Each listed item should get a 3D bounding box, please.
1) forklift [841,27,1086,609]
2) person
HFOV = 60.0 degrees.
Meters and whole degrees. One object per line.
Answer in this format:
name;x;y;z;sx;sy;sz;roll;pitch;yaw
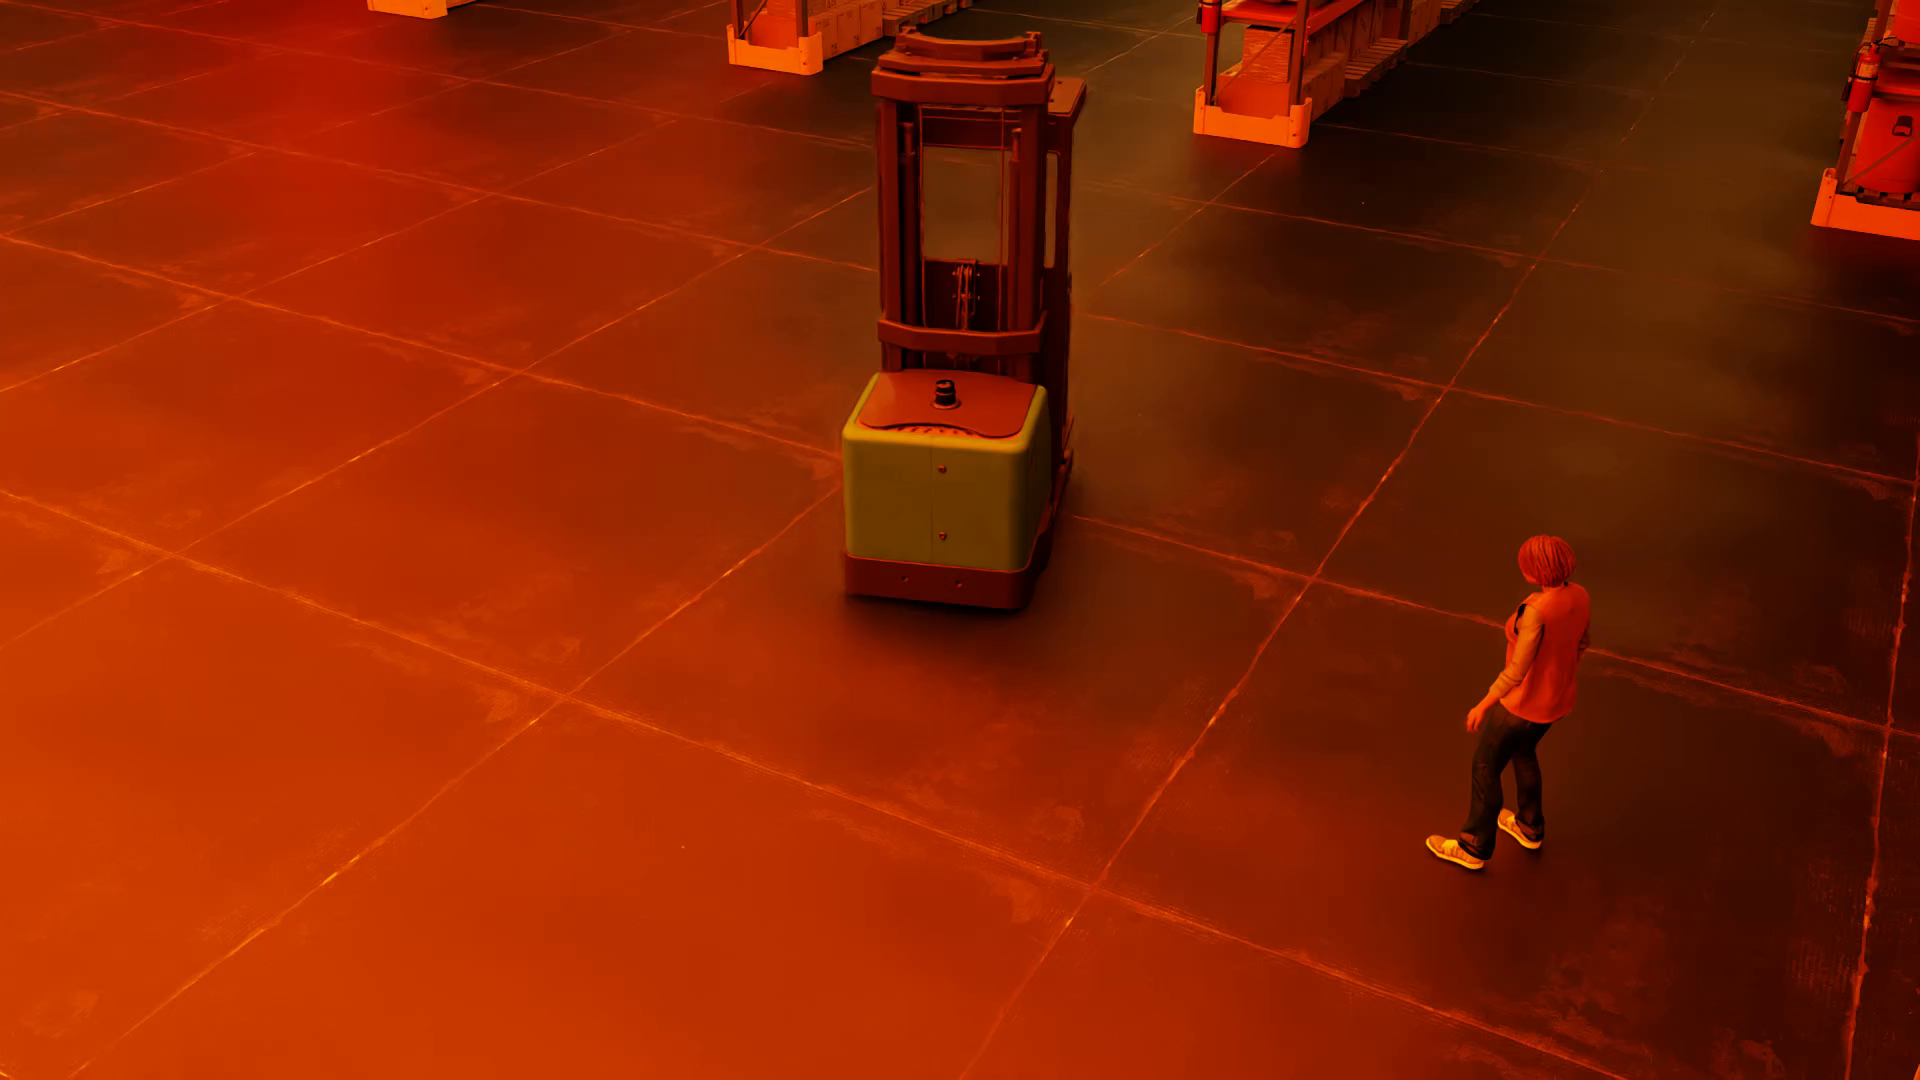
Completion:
forklift;0.120;-1.606;9.853;1.130;2.935;3.031;5;30;9
person;2.456;0.692;7.229;0.621;1.577;0.367;-23;37;-34
